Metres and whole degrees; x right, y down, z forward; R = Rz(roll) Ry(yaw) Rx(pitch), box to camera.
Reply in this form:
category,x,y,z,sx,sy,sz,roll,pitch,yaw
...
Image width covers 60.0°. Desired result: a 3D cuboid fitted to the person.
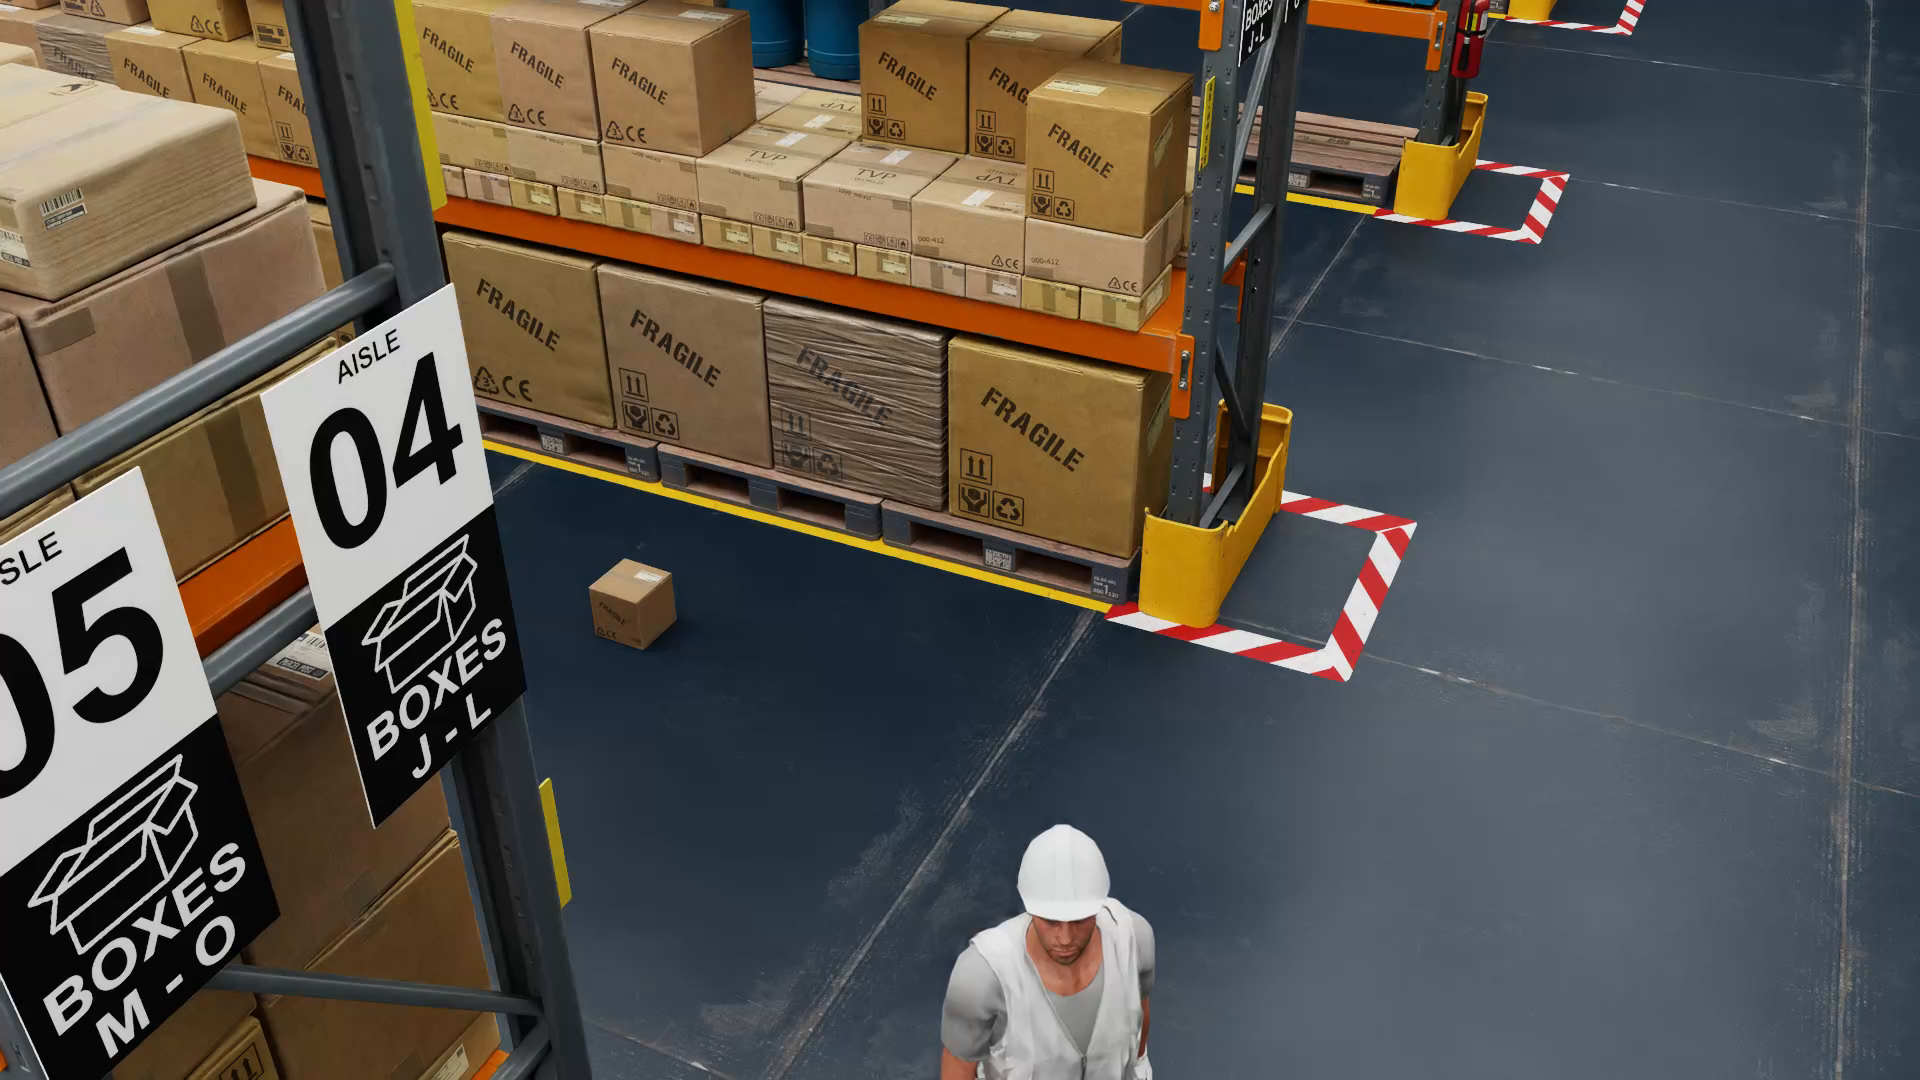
category,x,y,z,sx,sy,sz,roll,pitch,yaw
person,0.249,1.409,3.984,0.590,1.748,1.022,-9,34,-13
